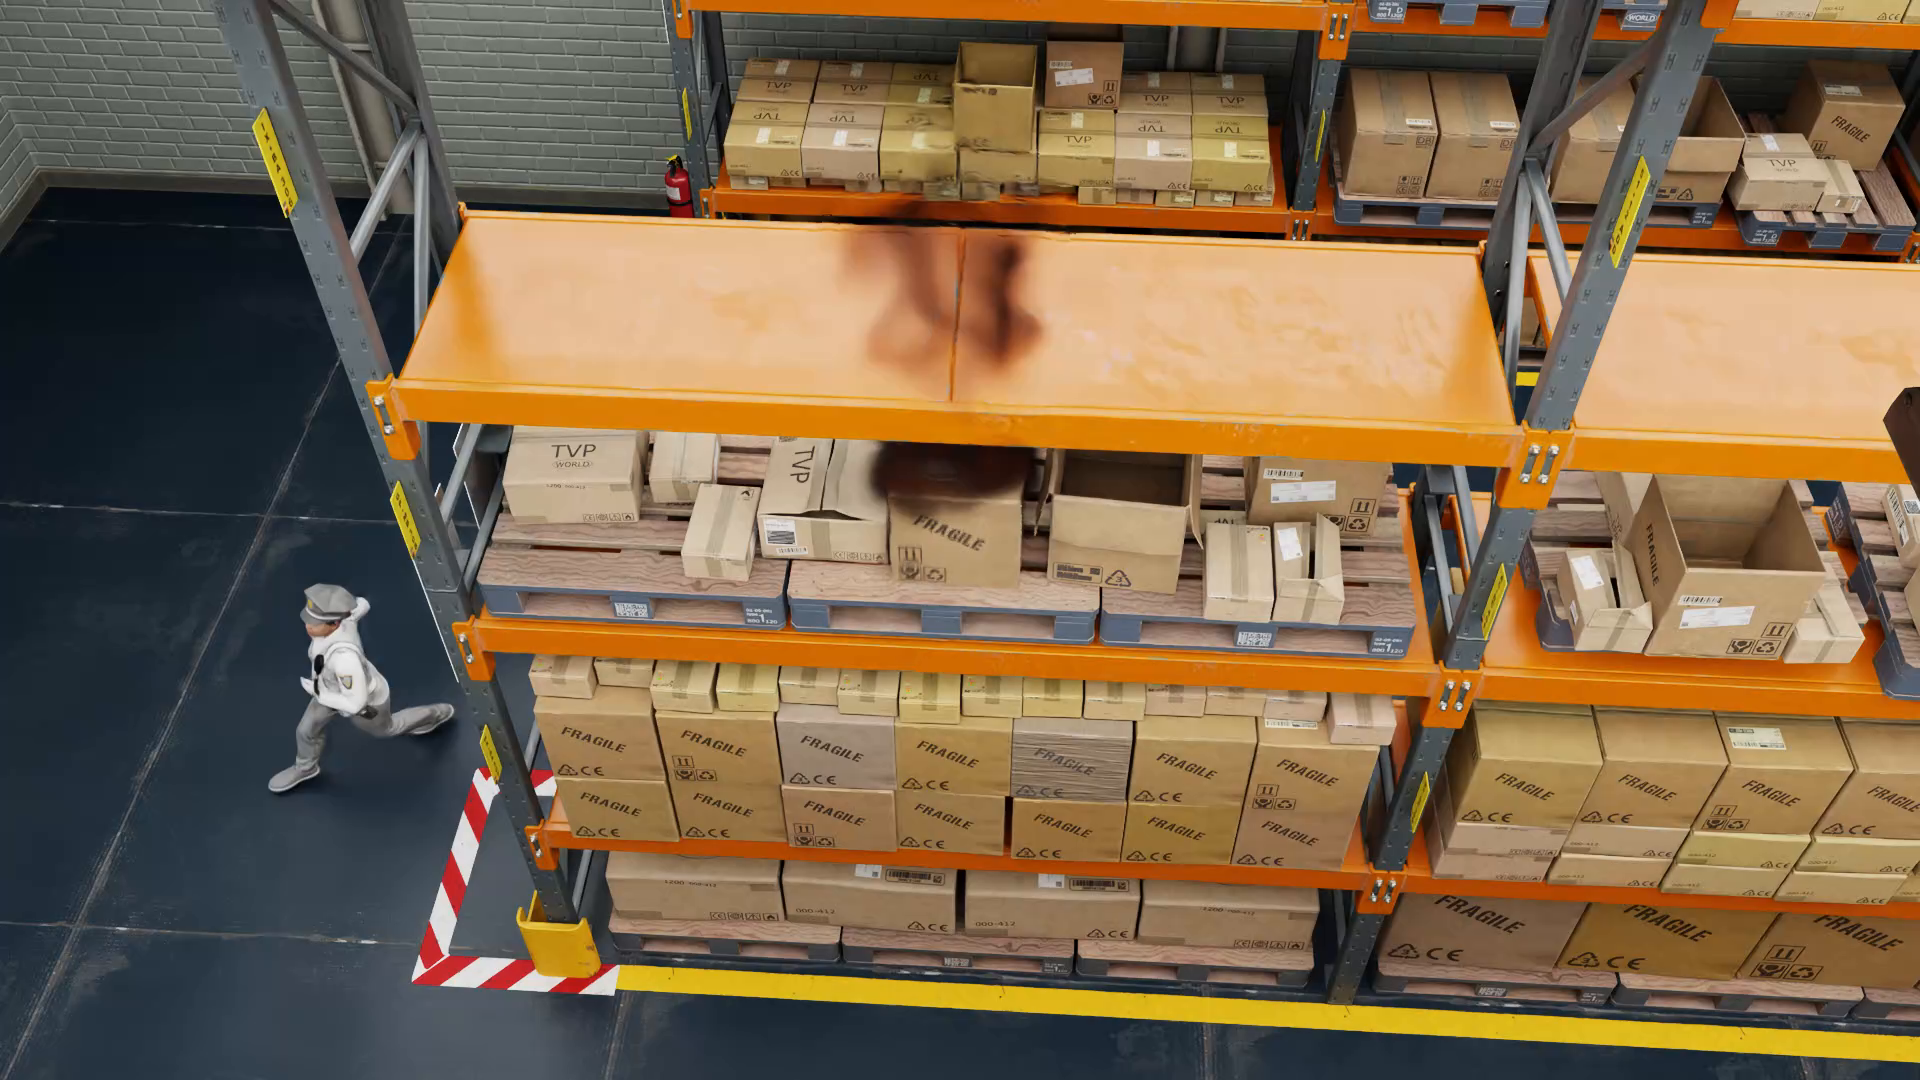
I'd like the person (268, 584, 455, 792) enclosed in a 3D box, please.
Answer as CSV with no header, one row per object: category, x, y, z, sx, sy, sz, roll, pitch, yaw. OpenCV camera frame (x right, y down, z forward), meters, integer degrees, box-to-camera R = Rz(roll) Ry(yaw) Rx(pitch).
person,-3.312,0.821,8.919,1.068,1.551,0.691,-30,55,-25
